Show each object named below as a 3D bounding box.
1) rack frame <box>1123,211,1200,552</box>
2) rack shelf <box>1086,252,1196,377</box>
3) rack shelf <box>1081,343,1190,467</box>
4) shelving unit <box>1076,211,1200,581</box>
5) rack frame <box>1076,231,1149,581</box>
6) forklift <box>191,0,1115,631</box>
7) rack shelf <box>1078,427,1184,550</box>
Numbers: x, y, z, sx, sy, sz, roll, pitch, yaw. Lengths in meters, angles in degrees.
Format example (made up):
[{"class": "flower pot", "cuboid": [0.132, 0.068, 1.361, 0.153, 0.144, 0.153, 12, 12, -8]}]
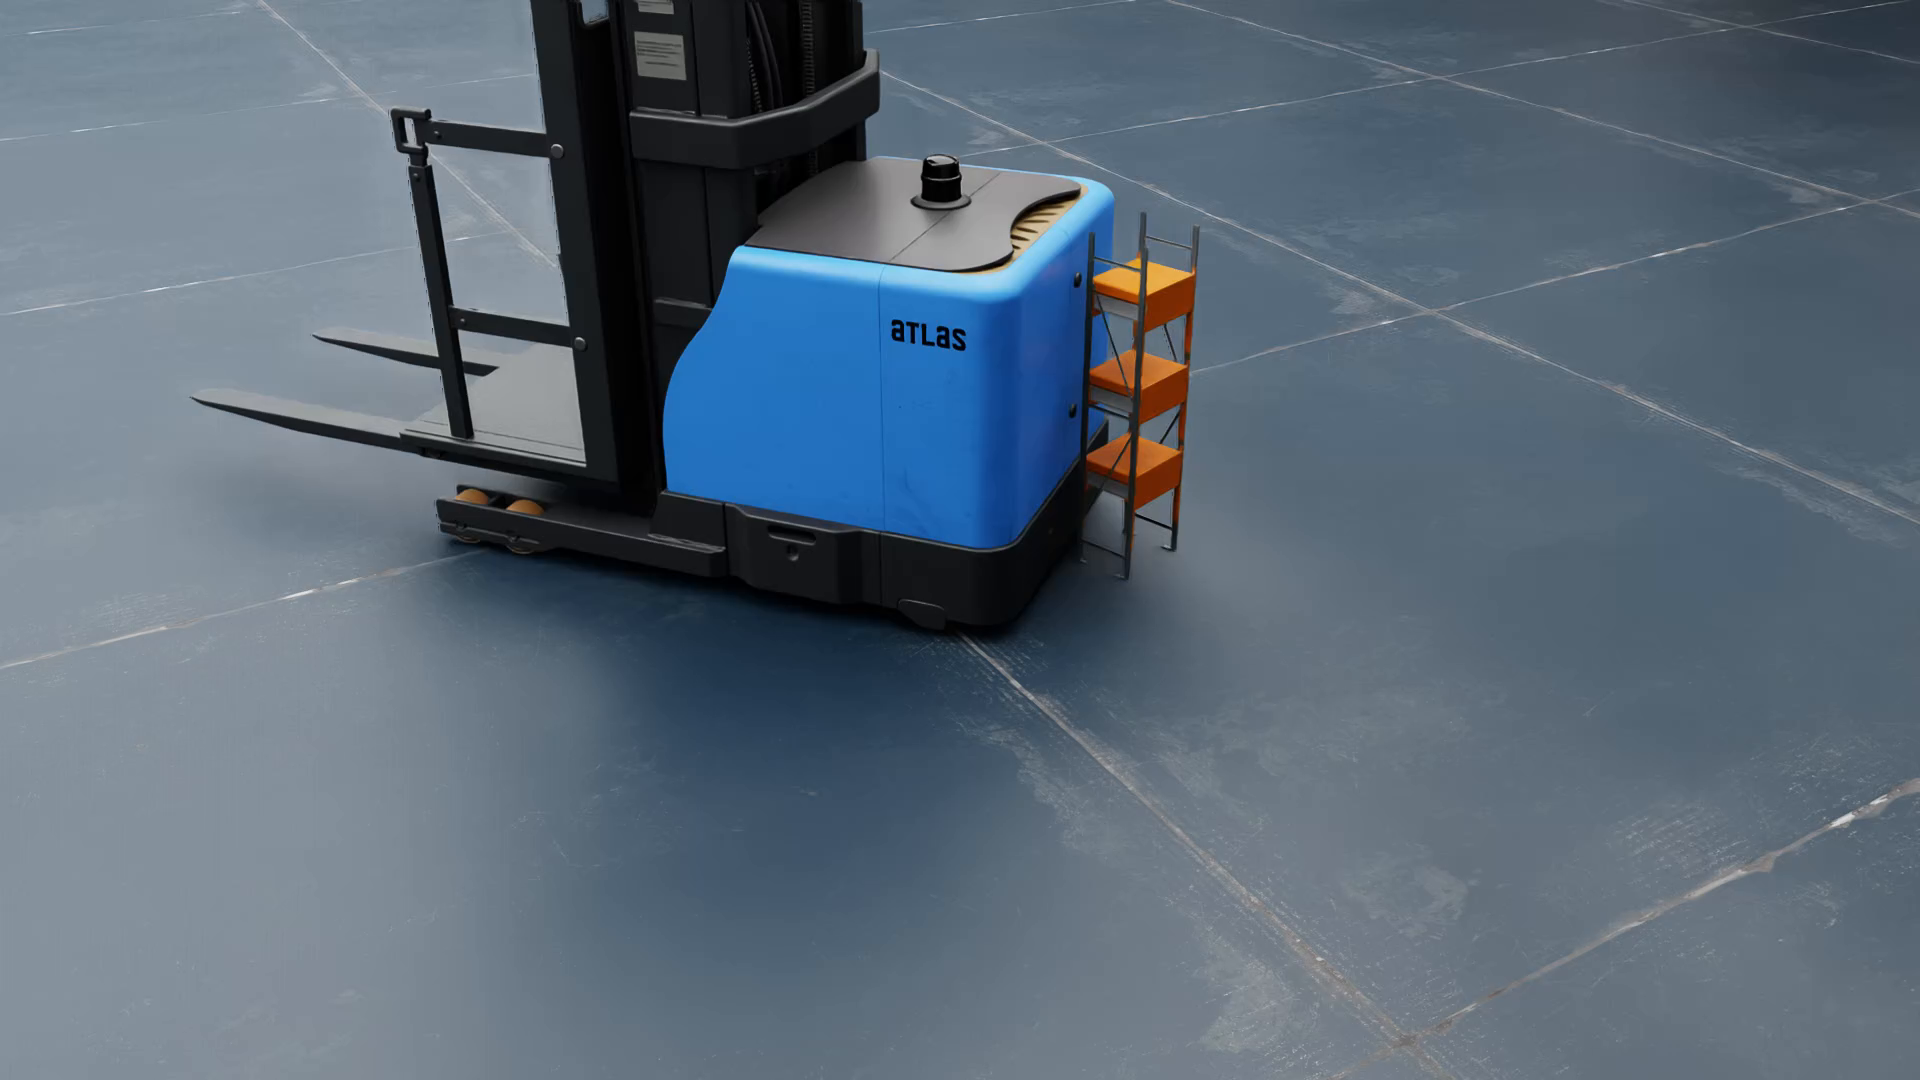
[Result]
[{"class": "rack frame", "cuboid": [0.598, -0.456, 4.989, 0.200, 1.050, 0.008, 23, 36, 36]}, {"class": "rack shelf", "cuboid": [0.517, -0.651, 4.777, 0.215, 0.259, 0.240, 23, 36, 36]}, {"class": "rack shelf", "cuboid": [0.517, -0.402, 4.914, 0.215, 0.259, 0.240, 23, 36, 36]}, {"class": "shelving unit", "cuboid": [0.517, -0.412, 4.909, 0.215, 1.050, 0.252, 23, 36, 36]}, {"class": "rack frame", "cuboid": [0.436, -0.368, 4.829, 0.200, 1.050, 0.008, 23, 36, 36]}, {"class": "forklift", "cuboid": [-1.094, -1.464, 4.869, 3.031, 2.935, 1.130, 11, 31, 18]}, {"class": "rack shelf", "cuboid": [0.517, -0.159, 5.049, 0.215, 0.259, 0.240, 23, 36, 36]}]
